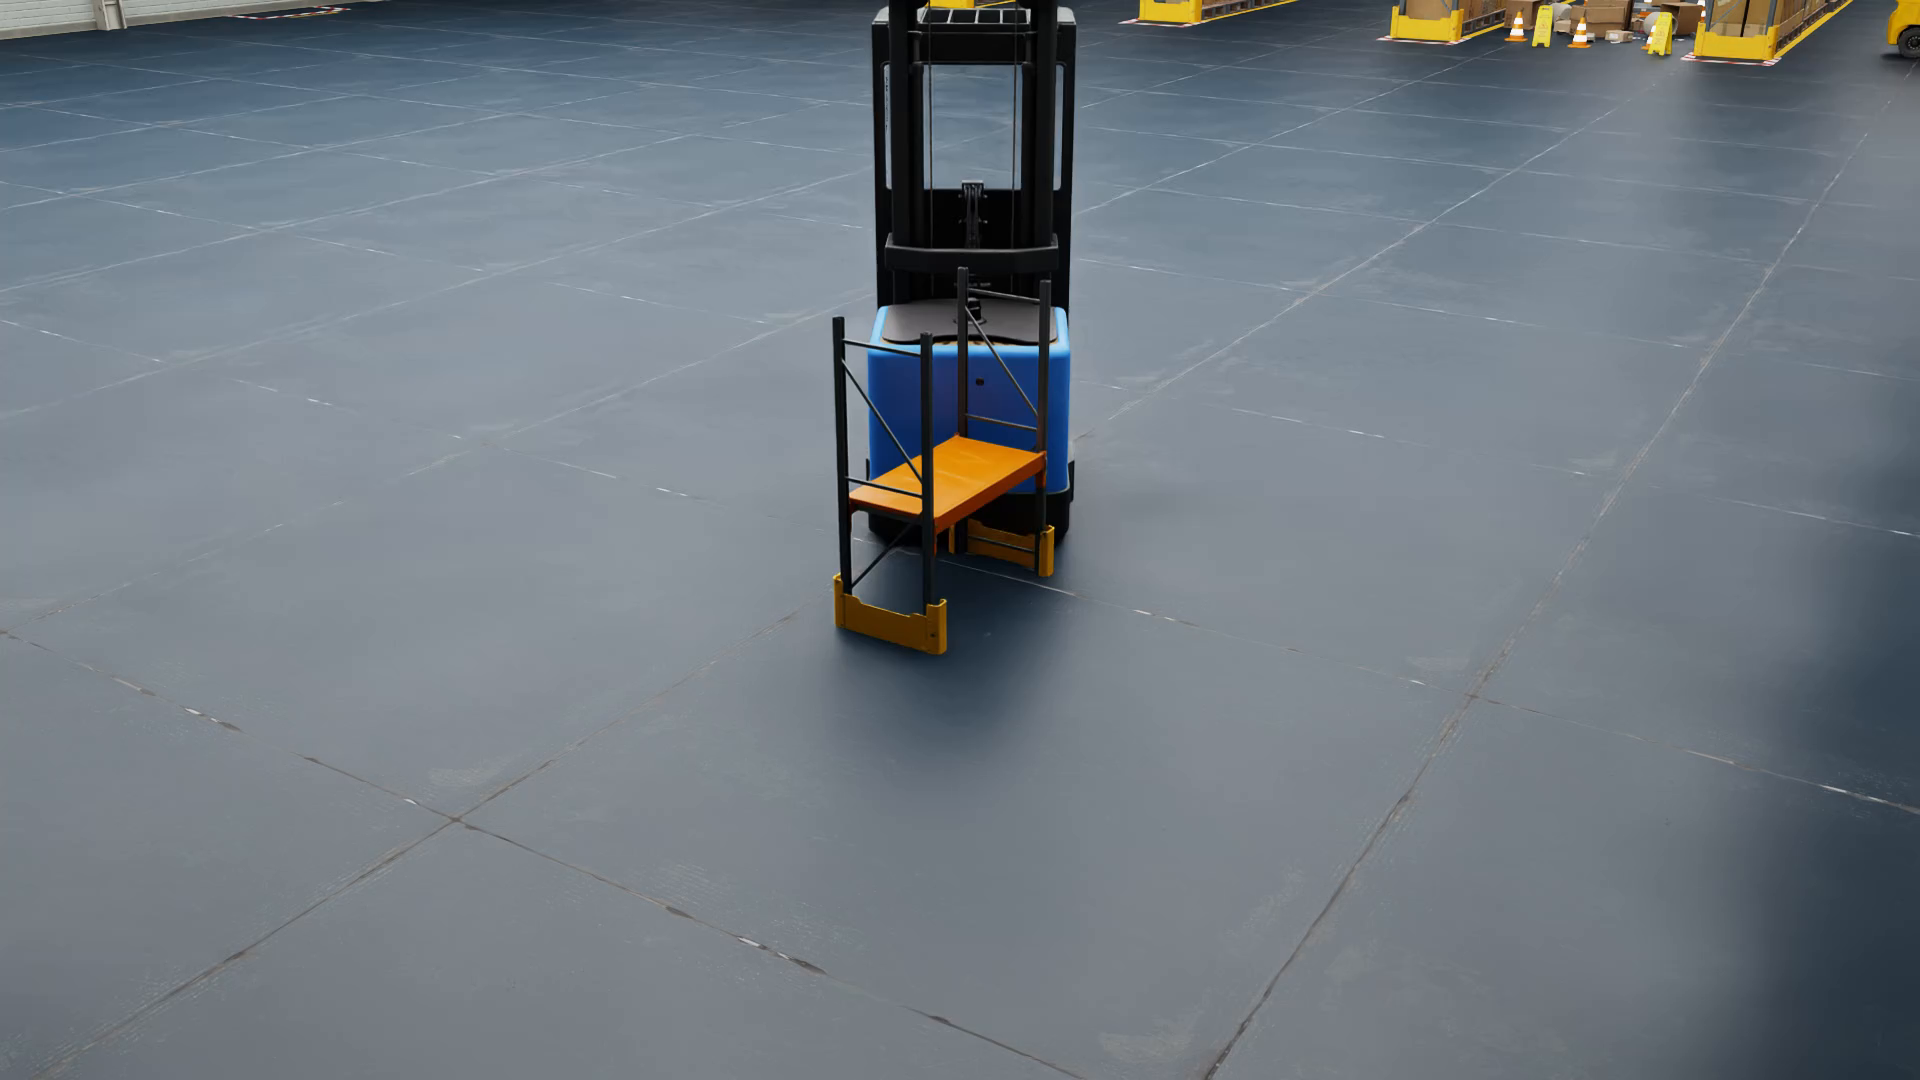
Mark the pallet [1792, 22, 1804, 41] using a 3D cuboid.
[{"bbox_3d":[14.133,-8.934,29.122,1.003,0.211,1.213,14,27,29],"label":"pallet"}]

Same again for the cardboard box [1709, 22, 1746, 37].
[{"bbox_3d":[12.558,-8.366,27.232,0.500,0.250,0.500,14,27,29],"label":"cardboard box"}]

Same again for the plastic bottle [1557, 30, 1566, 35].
[{"bbox_3d":[10.638,-8.981,29.420,0.133,0.061,0.283,5,24,11],"label":"plastic bottle"}]

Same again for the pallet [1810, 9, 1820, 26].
[{"bbox_3d":[15.510,-9.845,31.225,1.003,0.211,1.213,14,27,29],"label":"pallet"}]

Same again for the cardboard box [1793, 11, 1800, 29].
[{"bbox_3d":[14.102,-8.941,28.560,0.500,0.250,0.500,13,27,28],"label":"cardboard box"}]

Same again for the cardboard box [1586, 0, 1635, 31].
[{"bbox_3d":[11.610,-9.455,29.787,0.797,0.637,0.503,14,27,29],"label":"cardboard box"}]

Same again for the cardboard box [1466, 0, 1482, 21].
[{"bbox_3d":[8.853,-9.859,29.894,0.875,0.875,0.875,13,27,28],"label":"cardboard box"}]

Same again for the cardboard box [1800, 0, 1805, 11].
[{"bbox_3d":[14.374,-9.467,28.831,0.500,0.500,0.500,13,27,28],"label":"cardboard box"}]

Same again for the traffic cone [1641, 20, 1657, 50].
[{"bbox_3d":[11.479,-8.349,27.454,0.336,0.463,0.334,14,27,29],"label":"traffic cone"}]

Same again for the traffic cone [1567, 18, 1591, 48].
[{"bbox_3d":[10.356,-8.467,27.726,0.336,0.463,0.334,14,27,29],"label":"traffic cone"}]

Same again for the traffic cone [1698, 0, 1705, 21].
[{"bbox_3d":[13.922,-9.996,31.257,0.336,0.463,0.334,14,27,29],"label":"traffic cone"}]

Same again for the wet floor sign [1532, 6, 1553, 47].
[{"bbox_3d":[9.756,-8.596,27.794,0.267,0.644,0.232,9,25,20],"label":"wet floor sign"}]

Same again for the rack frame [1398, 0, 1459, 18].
[{"bbox_3d":[8.089,-10.101,28.307,1.000,3.000,0.127,14,27,29],"label":"rack frame"}]

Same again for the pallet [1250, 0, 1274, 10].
[{"bbox_3d":[5.714,-11.011,33.919,1.003,0.211,1.213,14,27,29],"label":"pallet"}]

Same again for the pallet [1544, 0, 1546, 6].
[{"bbox_3d":[11.185,-10.861,33.573,1.003,0.211,1.213,14,27,29],"label":"pallet"}]

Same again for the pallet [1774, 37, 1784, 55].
[{"bbox_3d":[12.846,-8.111,27.219,1.003,0.211,1.213,14,27,29],"label":"pallet"}]

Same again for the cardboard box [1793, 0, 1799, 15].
[{"bbox_3d":[13.839,-9.122,28.035,0.500,0.500,0.500,15,28,32],"label":"cardboard box"}]

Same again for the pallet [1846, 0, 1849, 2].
[{"bbox_3d":[18.335,-11.592,35.261,1.003,0.211,1.213,14,27,29],"label":"pallet"}]

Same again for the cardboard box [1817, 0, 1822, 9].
[{"bbox_3d":[15.879,-10.345,31.651,0.950,0.372,0.625,13,27,28],"label":"cardboard box"}]

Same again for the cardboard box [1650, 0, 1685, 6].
[{"bbox_3d":[12.930,-10.011,30.293,0.500,0.500,0.500,14,27,29],"label":"cardboard box"}]

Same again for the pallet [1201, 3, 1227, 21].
[{"bbox_3d":[4.427,-10.187,32.017,1.003,0.211,1.213,14,27,29],"label":"pallet"}]

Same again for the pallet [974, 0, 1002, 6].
[{"bbox_3d":[0.154,-11.241,34.451,1.003,0.211,1.213,14,27,29],"label":"pallet"}]

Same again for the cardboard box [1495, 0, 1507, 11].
[{"bbox_3d":[9.808,-10.471,31.308,0.875,0.875,0.875,14,27,30],"label":"cardboard box"}]

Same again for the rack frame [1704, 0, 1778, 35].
[{"bbox_3d":[12.348,-9.098,25.990,1.000,3.000,0.127,14,27,29],"label":"rack frame"}]

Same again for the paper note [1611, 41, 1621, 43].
[{"bbox_3d":[11.155,-8.471,28.280,0.148,0.019,0.142,5,24,11],"label":"paper note"}]

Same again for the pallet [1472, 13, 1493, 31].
[{"bbox_3d":[9.089,-9.518,30.470,1.003,0.211,1.213,14,27,29],"label":"pallet"}]

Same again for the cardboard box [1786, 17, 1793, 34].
[{"bbox_3d":[13.561,-8.600,27.774,0.500,0.250,0.500,16,28,32],"label":"cardboard box"}]

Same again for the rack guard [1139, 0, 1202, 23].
[{"bbox_3d":[3.969,-10.053,31.343,1.175,0.500,0.348,14,27,29],"label":"rack guard"}]

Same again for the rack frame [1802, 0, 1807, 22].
[{"bbox_3d":[14.458,-10.448,29.108,1.000,3.000,0.127,14,27,29],"label":"rack frame"}]

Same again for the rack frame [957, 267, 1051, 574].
[{"bbox_3d":[0.206,-0.571,8.182,0.500,1.500,0.032,14,27,29],"label":"rack frame"}]

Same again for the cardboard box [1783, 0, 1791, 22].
[{"bbox_3d":[13.292,-8.773,27.227,0.500,0.500,0.500,13,26,27],"label":"cardboard box"}]

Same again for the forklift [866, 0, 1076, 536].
[{"bbox_3d":[0.080,-1.903,9.456,1.130,2.935,3.031,1,23,1],"label":"forklift"}]

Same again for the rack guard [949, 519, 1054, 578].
[{"bbox_3d":[0.206,0.003,8.429,0.587,0.250,0.087,14,27,29],"label":"rack guard"}]

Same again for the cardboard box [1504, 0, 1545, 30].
[{"bbox_3d":[10.252,-9.566,30.215,0.500,0.500,0.500,20,30,38],"label":"cardboard box"}]

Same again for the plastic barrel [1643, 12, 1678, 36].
[{"bbox_3d":[12.151,-8.930,28.845,0.421,0.421,0.512,-7,24,-17],"label":"plastic barrel"}]

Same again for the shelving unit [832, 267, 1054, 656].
[{"bbox_3d":[-0.059,-0.403,7.794,0.587,1.500,1.083,14,27,29],"label":"shelving unit"}]

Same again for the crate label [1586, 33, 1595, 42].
[{"bbox_3d":[10.718,-8.596,28.433,0.250,0.136,0.298,1,23,2],"label":"crate label"}]

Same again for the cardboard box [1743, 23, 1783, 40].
[{"bbox_3d":[13.008,-8.243,26.948,0.500,0.250,0.500,14,27,29],"label":"cardboard box"}]

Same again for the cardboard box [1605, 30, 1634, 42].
[{"bbox_3d":[11.323,-8.655,28.555,0.250,0.149,0.380,-12,26,-26],"label":"cardboard box"}]

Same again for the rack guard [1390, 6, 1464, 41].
[{"bbox_3d":[8.076,-8.946,28.785,1.175,0.500,0.348,14,27,29],"label":"rack guard"}]

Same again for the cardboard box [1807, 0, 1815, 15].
[{"bbox_3d":[15.109,-9.856,30.519,0.950,0.372,0.625,16,28,32],"label":"cardboard box"}]

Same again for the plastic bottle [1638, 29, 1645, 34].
[{"bbox_3d":[12.184,-9.057,29.594,0.133,0.061,0.283,20,30,38],"label":"plastic bottle"}]

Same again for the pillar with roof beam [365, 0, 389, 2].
[{"bbox_3d":[-8.569,-14.532,30.991,9.100,9.000,0.400,14,27,29],"label":"pillar with roof beam"}]

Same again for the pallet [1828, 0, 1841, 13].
[{"bbox_3d":[17.048,-10.768,33.359,1.003,0.211,1.213,14,27,29],"label":"pallet"}]

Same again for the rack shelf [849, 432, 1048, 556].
[{"bbox_3d":[-0.064,-0.235,7.858,0.538,0.185,1.000,14,27,29],"label":"rack shelf"}]

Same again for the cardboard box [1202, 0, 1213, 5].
[{"bbox_3d":[4.558,-10.636,32.162,0.500,0.500,0.500,-20,31,-39],"label":"cardboard box"}]
